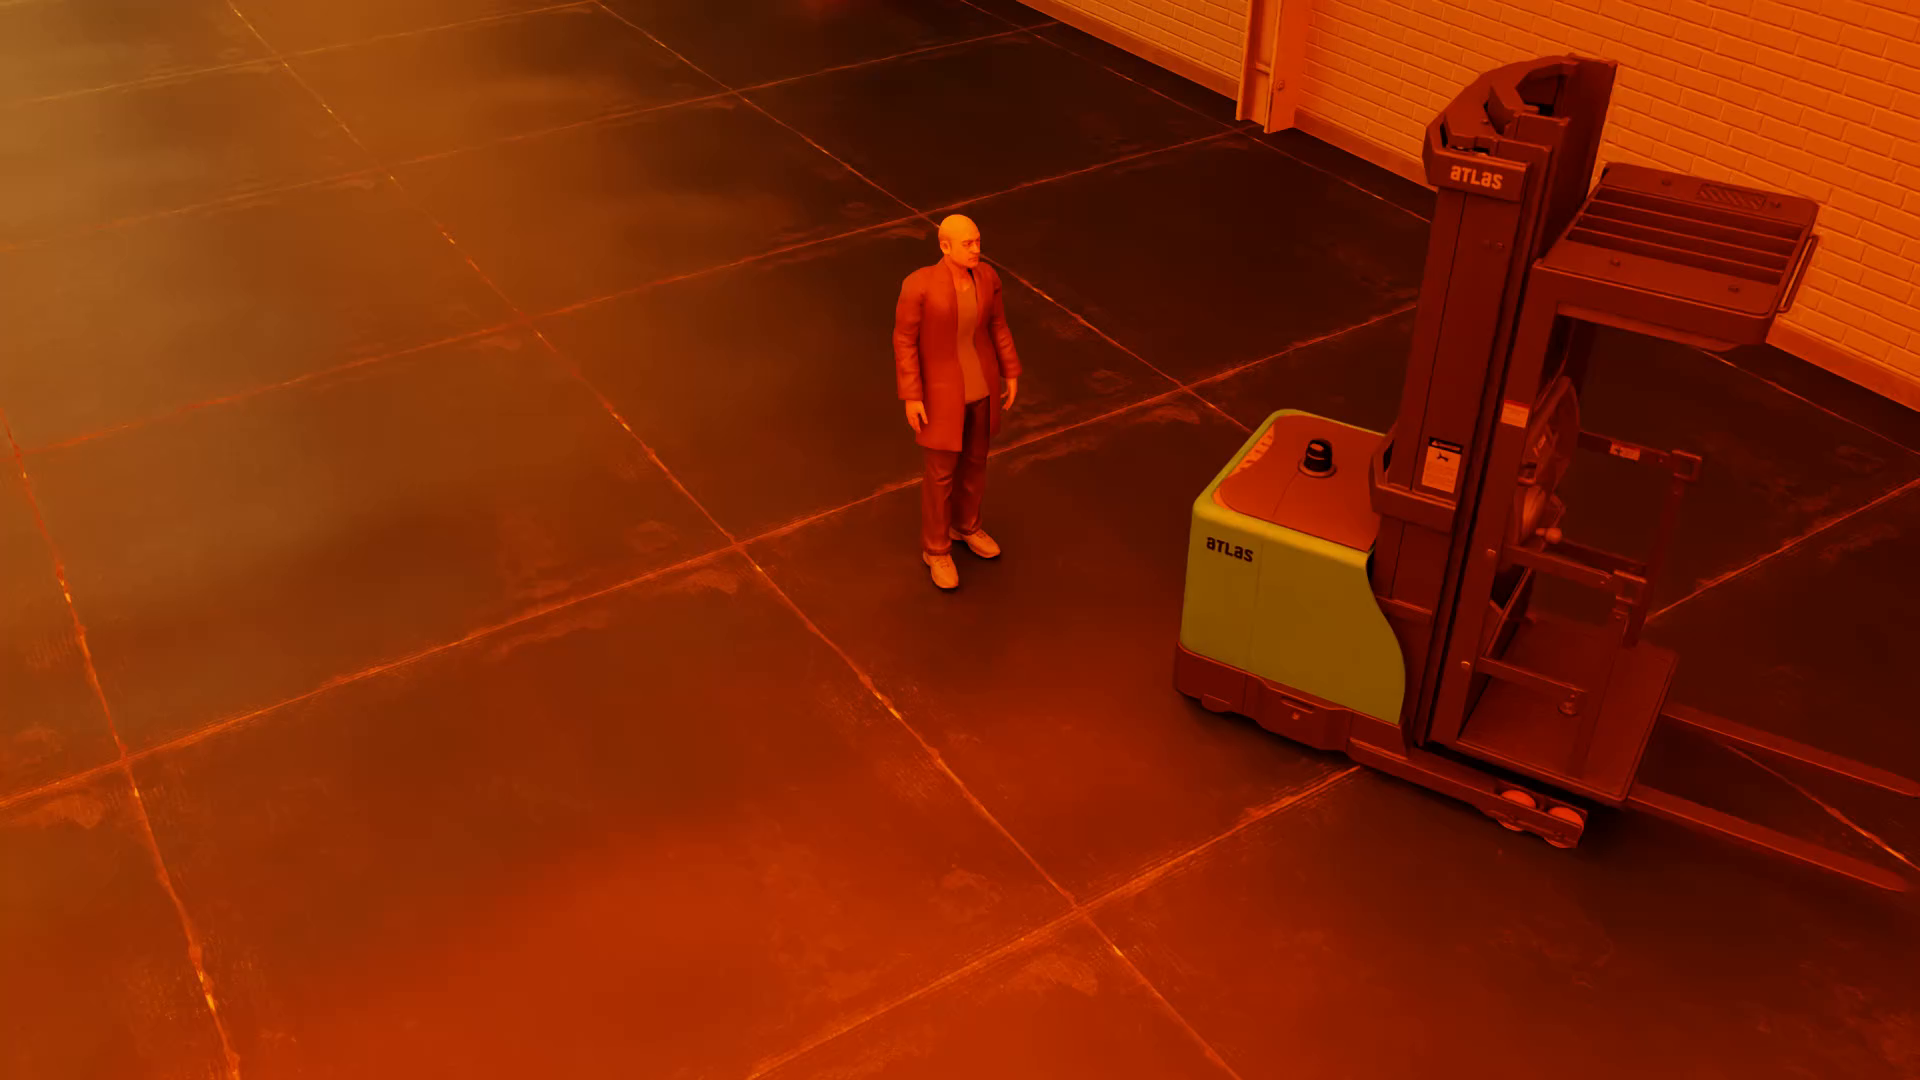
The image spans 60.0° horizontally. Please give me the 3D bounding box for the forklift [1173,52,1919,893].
[{"bbox_3d":[2.507,-0.277,6.542,3.031,2.935,1.130,19,39,25],"label":"forklift"}]

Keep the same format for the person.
[{"bbox_3d":[0.047,-0.688,8.117,0.698,1.777,0.579,-21,40,-27],"label":"person"}]
